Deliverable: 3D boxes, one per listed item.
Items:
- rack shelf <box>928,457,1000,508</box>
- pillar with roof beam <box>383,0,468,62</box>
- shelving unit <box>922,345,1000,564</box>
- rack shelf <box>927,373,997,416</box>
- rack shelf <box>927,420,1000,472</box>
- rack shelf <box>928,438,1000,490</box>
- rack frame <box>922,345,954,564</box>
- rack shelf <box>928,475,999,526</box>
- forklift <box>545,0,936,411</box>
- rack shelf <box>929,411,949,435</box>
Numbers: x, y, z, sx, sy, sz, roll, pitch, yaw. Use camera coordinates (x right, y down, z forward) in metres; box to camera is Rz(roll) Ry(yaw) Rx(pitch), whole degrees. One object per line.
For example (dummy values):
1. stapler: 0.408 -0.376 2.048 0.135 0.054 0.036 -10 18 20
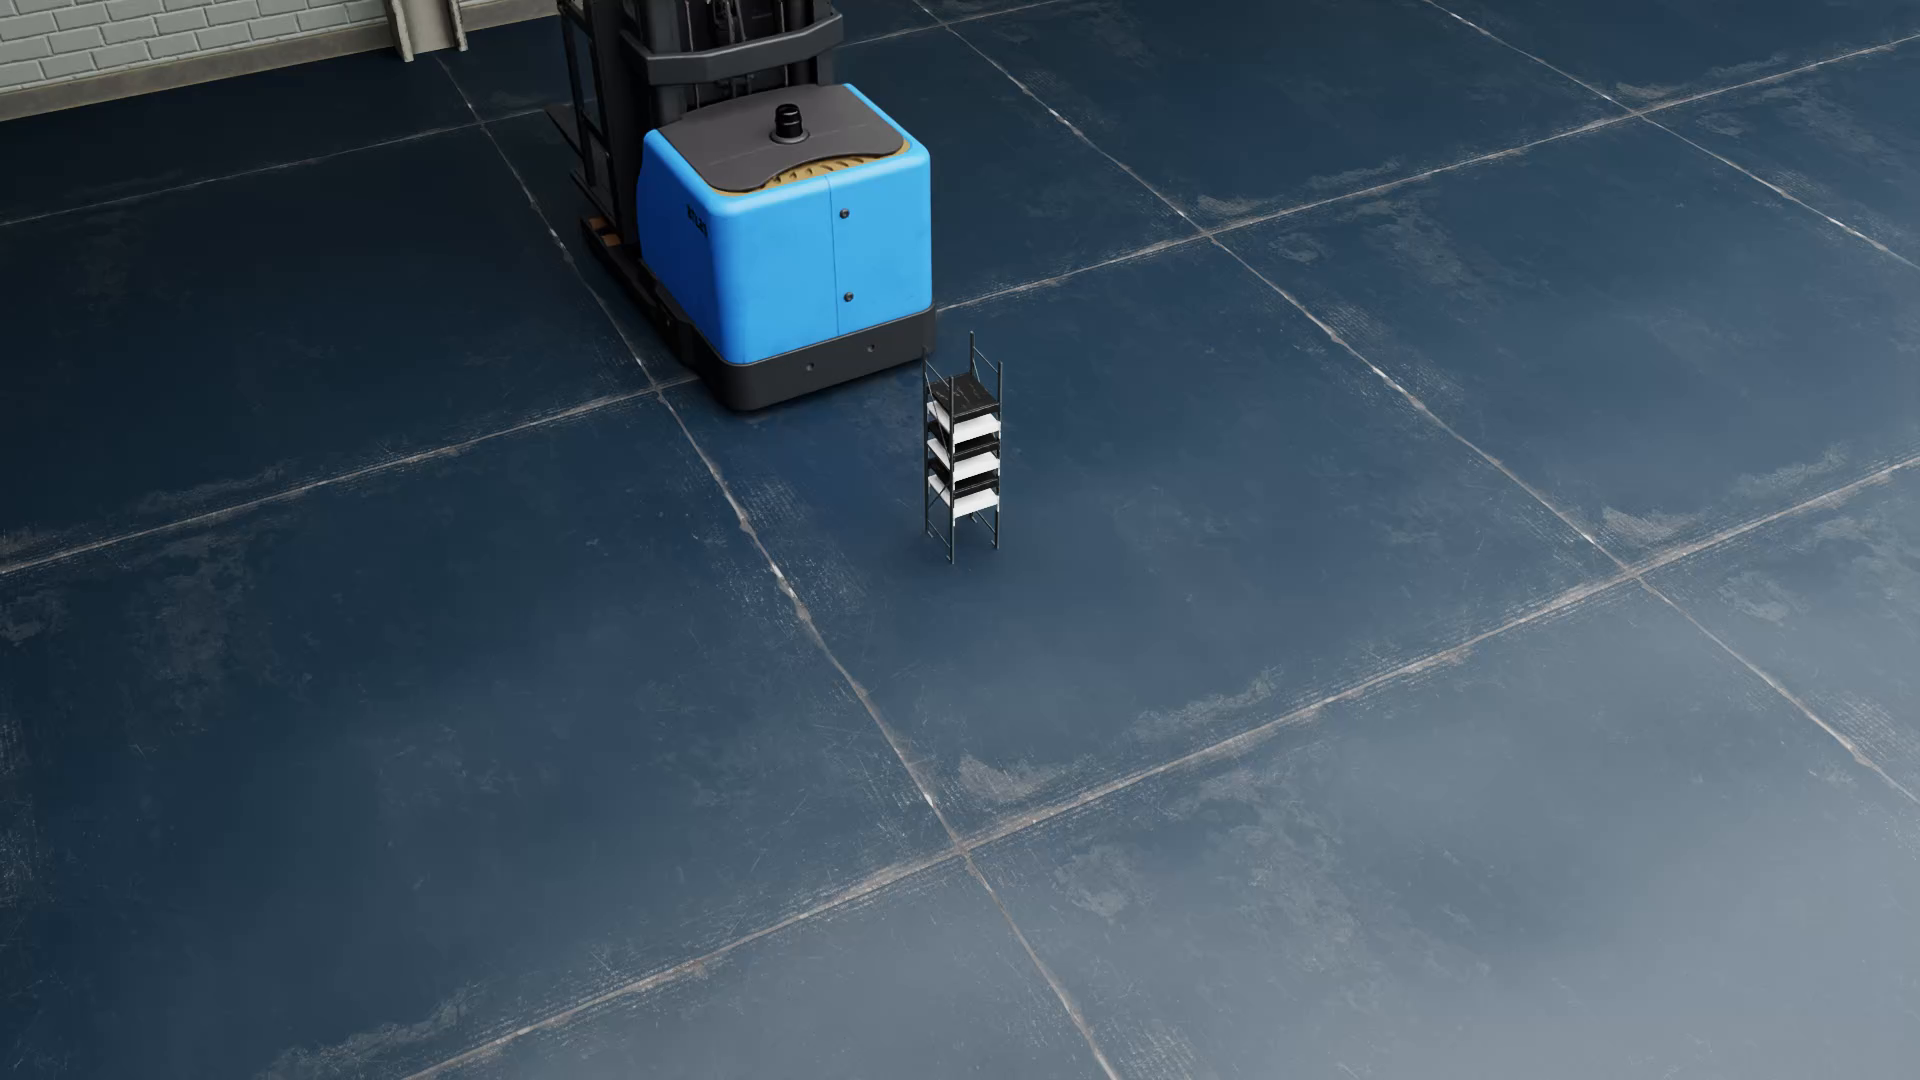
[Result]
1. rack shelf: 0.007 -0.252 6.542 0.200 0.077 0.258 -19 44 -21
2. pillar with roof beam: -1.320 -4.052 4.571 0.400 9.000 9.100 -19 44 -21
3. shelving unit: 0.005 -0.345 6.461 0.205 0.900 0.258 -19 44 -21
4. rack shelf: 0.007 -0.542 6.296 0.190 0.026 0.221 -19 44 -21
5. rack shelf: 0.007 -0.389 6.425 0.200 0.077 0.258 -19 44 -21
6. rack shelf: 0.007 -0.320 6.484 0.200 0.077 0.258 -19 44 -21
7. rack frame: -0.083 -0.316 6.426 0.006 0.900 0.240 -19 44 -21
8. rack shelf: 0.007 -0.183 6.600 0.200 0.077 0.258 -19 44 -21
9. forklift: -1.274 -2.600 7.602 1.129 2.867 3.031 -20 44 -22
10. rack shelf: 0.007 -0.469 6.358 0.184 0.015 0.199 -19 44 -21
